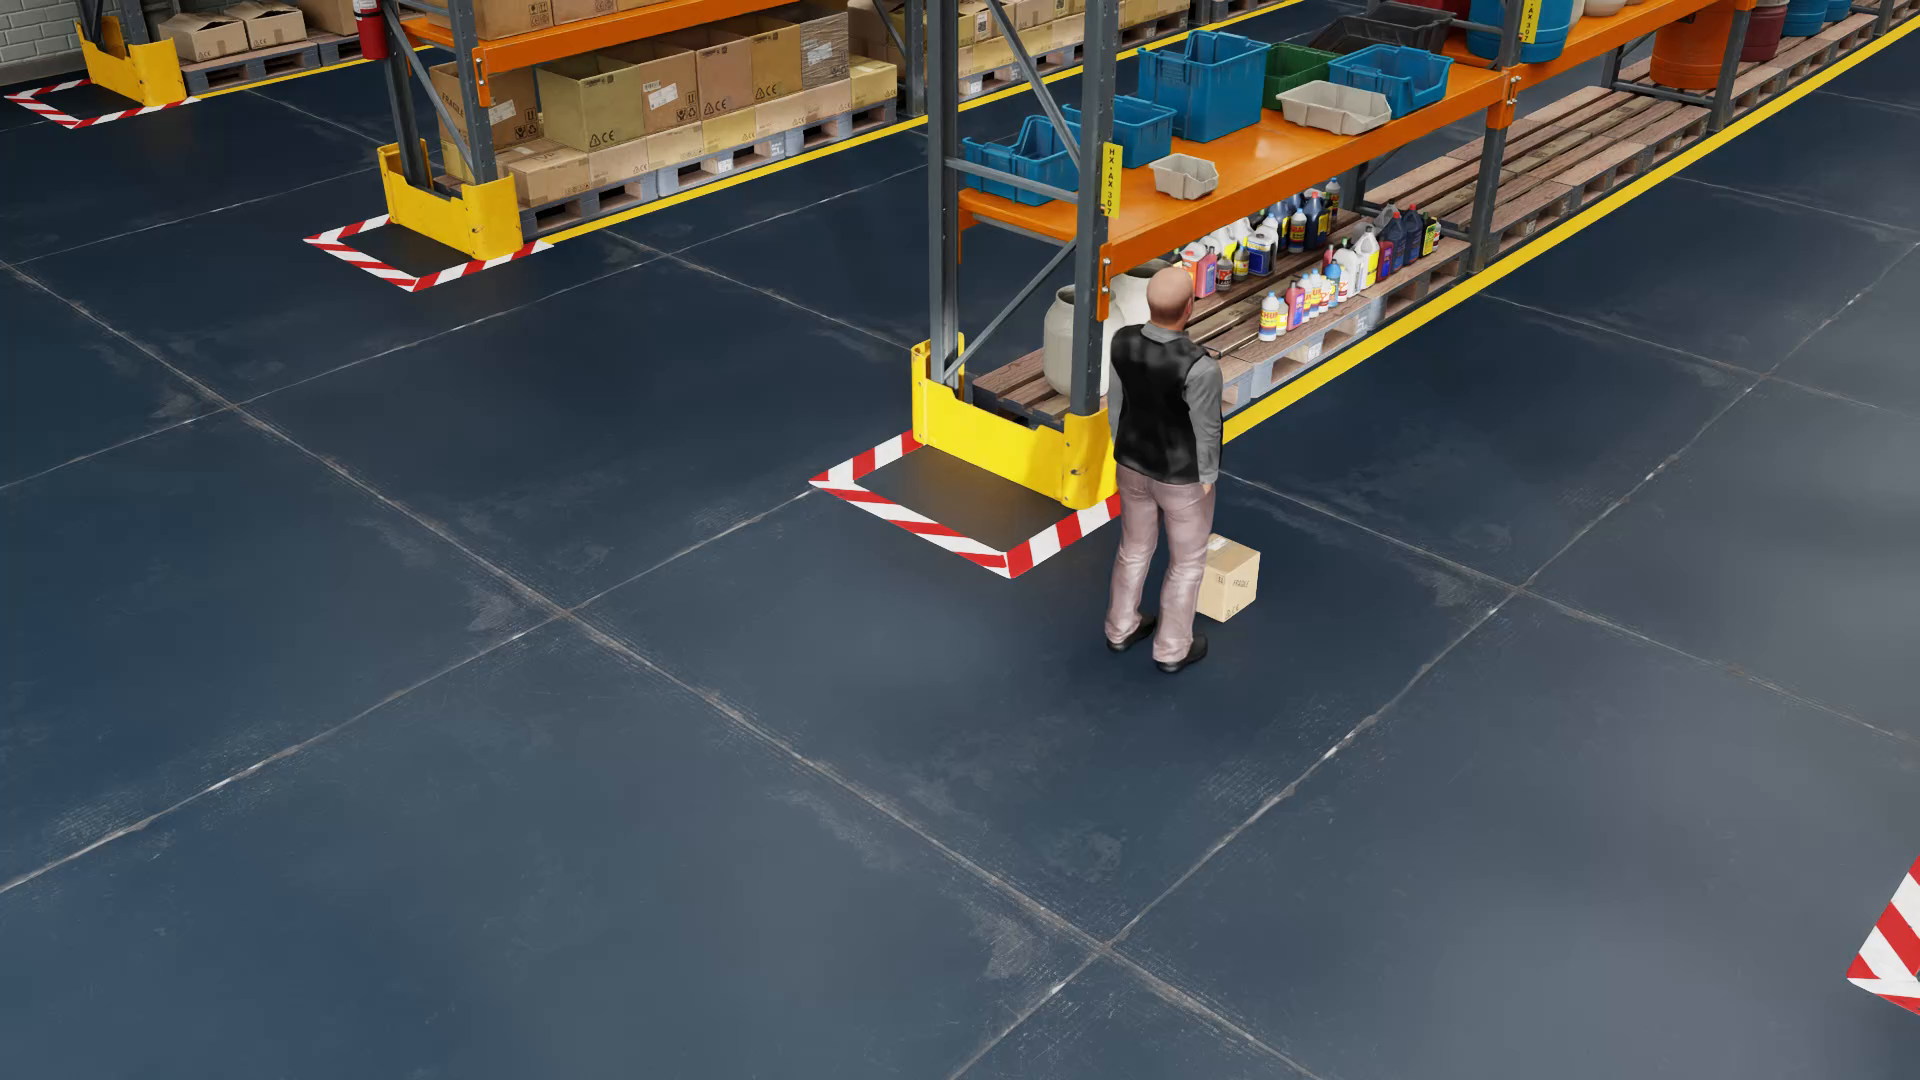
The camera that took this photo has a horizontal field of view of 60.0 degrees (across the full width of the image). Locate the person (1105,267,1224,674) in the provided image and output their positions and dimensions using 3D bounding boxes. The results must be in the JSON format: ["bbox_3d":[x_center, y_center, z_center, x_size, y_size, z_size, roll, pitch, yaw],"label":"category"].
[{"bbox_3d":[0.811,-0.283,6.635,0.530,1.714,0.359,26,40,36],"label":"person"}]
